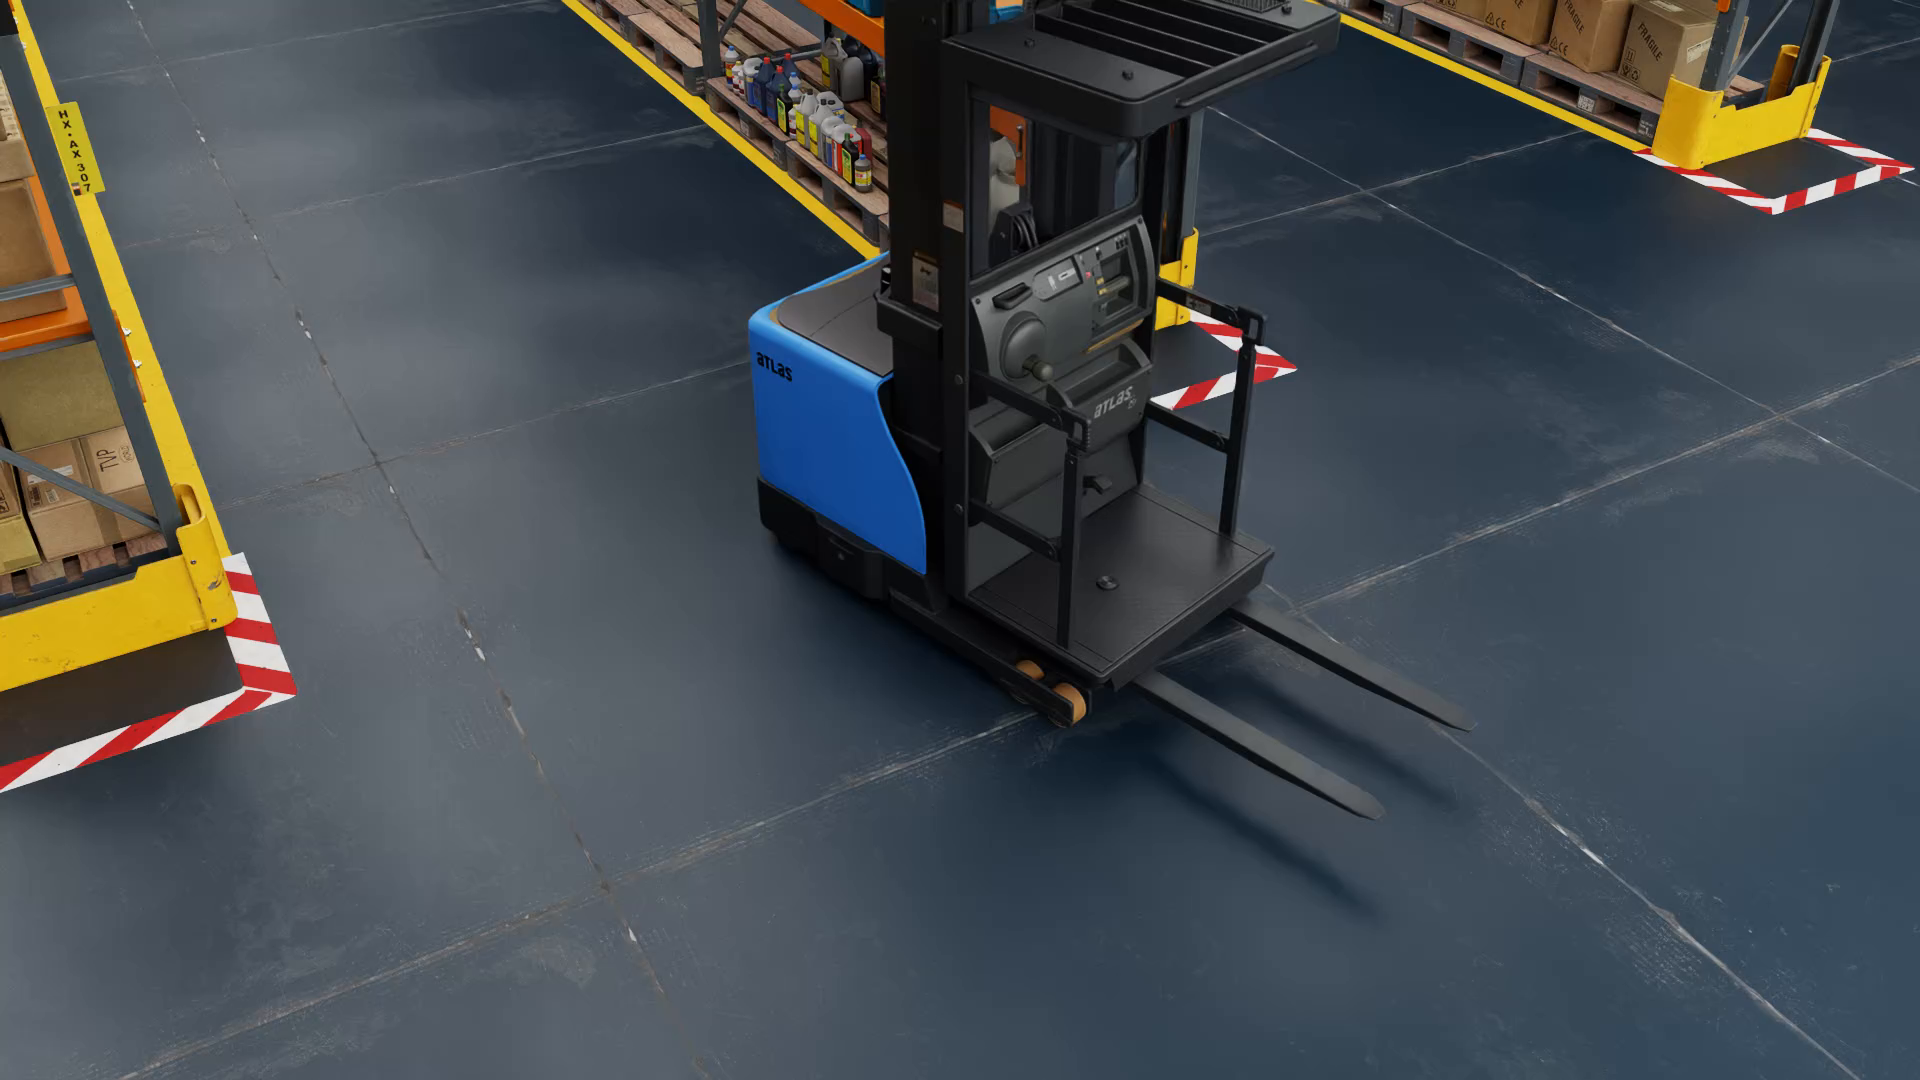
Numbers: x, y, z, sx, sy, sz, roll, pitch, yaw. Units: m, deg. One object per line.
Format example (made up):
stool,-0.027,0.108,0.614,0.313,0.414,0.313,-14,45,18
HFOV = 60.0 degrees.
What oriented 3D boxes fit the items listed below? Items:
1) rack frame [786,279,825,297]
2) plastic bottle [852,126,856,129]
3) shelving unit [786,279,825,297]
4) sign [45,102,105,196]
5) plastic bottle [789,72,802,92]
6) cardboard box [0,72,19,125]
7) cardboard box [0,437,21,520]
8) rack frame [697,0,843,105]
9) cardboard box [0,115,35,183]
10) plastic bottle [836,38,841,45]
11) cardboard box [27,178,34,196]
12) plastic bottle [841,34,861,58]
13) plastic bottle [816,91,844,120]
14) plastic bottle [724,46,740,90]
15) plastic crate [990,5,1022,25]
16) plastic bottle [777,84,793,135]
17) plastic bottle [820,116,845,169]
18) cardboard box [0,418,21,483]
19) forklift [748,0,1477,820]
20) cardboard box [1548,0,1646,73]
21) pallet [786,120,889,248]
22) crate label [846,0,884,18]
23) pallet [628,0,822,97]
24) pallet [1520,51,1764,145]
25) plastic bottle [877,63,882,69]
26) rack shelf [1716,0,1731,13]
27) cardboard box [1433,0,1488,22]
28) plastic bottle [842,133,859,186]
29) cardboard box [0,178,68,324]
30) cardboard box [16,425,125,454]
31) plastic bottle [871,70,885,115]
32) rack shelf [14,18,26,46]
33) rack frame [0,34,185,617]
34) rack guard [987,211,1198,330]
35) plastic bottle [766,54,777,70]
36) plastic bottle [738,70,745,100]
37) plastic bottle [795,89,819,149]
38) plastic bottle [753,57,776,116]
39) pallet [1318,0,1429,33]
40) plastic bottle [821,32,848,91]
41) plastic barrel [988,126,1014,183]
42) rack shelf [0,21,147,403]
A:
rack frame,-0.670,-0.731,7.488,0.006,0.900,0.240,30,45,34
plastic bottle,-0.635,-2.382,9.968,0.097,0.201,0.097,0,36,0
shelving unit,-0.596,-0.689,7.431,0.210,0.900,0.258,30,45,34
sign,-3.061,-1.351,5.756,0.100,0.325,0.005,-19,40,-24
plastic bottle,-1.045,-2.817,10.504,0.097,0.271,0.097,0,36,0
cardboard box,-3.814,-1.636,6.312,0.380,0.149,0.250,-19,40,-24
cardboard box,-4.070,-0.355,6.533,0.500,0.500,0.500,-19,40,-24
rack frame,-1.269,-4.314,10.613,1.000,3.000,0.127,-19,40,-24
cardboard box,-3.555,-1.374,5.954,0.380,0.149,0.250,-19,40,-24
plastic bottle,-0.817,-3.269,11.182,0.097,0.201,0.097,0,36,0
cardboard box,-4.280,-1.612,6.829,0.700,0.500,0.500,-19,40,-24
plastic bottle,-0.696,-3.179,10.932,0.144,0.351,0.185,-20,41,-25
plastic bottle,-0.798,-2.601,10.204,0.152,0.276,0.135,-19,40,-24
plastic bottle,-1.487,-3.097,10.888,0.097,0.271,0.097,0,36,0
plastic crate,0.231,-2.380,8.092,0.499,0.251,0.616,-19,40,-24
plastic bottle,-1.080,-2.667,10.289,0.061,0.283,0.133,-17,39,-22
plastic bottle,-0.733,-2.366,9.882,0.152,0.276,0.135,-20,41,-25
cardboard box,-4.330,-0.305,7.099,0.500,0.250,0.500,-19,40,-24
forklift,0.539,-0.825,5.894,3.031,2.935,1.130,30,45,34
cardboard box,4.394,-3.520,11.289,0.500,0.500,0.500,-9,37,-12
pallet,-0.350,-2.210,10.097,1.003,0.211,1.213,-19,40,-24
crate label,-0.417,-3.147,8.985,0.502,0.435,0.616,-19,40,-24
pallet,-1.697,-3.577,11.968,1.003,0.211,1.213,-19,40,-24
pallet,4.608,-3.079,11.287,1.003,0.211,1.213,-19,40,-24
plastic bottle,-0.481,-2.983,10.721,0.061,0.283,0.133,-16,39,-21
rack shelf,4.019,-4.471,11.438,1.077,0.370,4.000,-19,40,-24
cardboard box,3.855,-4.143,12.142,0.500,0.500,0.500,-23,42,-28
plastic bottle,-0.635,-2.216,9.670,0.061,0.283,0.133,-18,40,-23
cardboard box,-3.767,-1.090,6.115,0.700,0.500,0.500,-19,40,-24
cardboard box,-3.875,-0.461,7.313,0.500,0.250,0.500,-19,40,-24
plastic bottle,-0.513,-2.845,10.533,0.061,0.283,0.133,-19,40,-24
rack shelf,-6.558,-3.577,10.215,1.077,0.370,4.000,-19,40,-24
rack frame,-3.544,-0.808,5.813,1.000,3.000,0.127,-19,40,-24
rack guard,0.662,-1.289,8.591,1.175,0.500,0.348,-19,40,-24
plastic bottle,-1.210,-2.977,10.713,0.061,0.283,0.133,-19,40,-24
plastic bottle,-1.385,-2.965,10.766,0.097,0.201,0.097,0,36,0
plastic bottle,-0.913,-2.574,10.104,0.144,0.351,0.185,-19,40,-24
plastic bottle,-1.222,-2.887,10.533,0.144,0.351,0.185,-18,40,-23
pallet,3.382,-4.323,12.991,1.003,0.211,1.213,-19,40,-24
plastic bottle,-0.820,-3.136,10.873,0.144,0.351,0.185,-19,40,-24
plastic barrel,0.093,-2.007,9.209,0.421,0.512,0.421,0,36,0
rack shelf,-4.548,-1.538,7.422,1.077,0.370,4.000,-19,40,-24
